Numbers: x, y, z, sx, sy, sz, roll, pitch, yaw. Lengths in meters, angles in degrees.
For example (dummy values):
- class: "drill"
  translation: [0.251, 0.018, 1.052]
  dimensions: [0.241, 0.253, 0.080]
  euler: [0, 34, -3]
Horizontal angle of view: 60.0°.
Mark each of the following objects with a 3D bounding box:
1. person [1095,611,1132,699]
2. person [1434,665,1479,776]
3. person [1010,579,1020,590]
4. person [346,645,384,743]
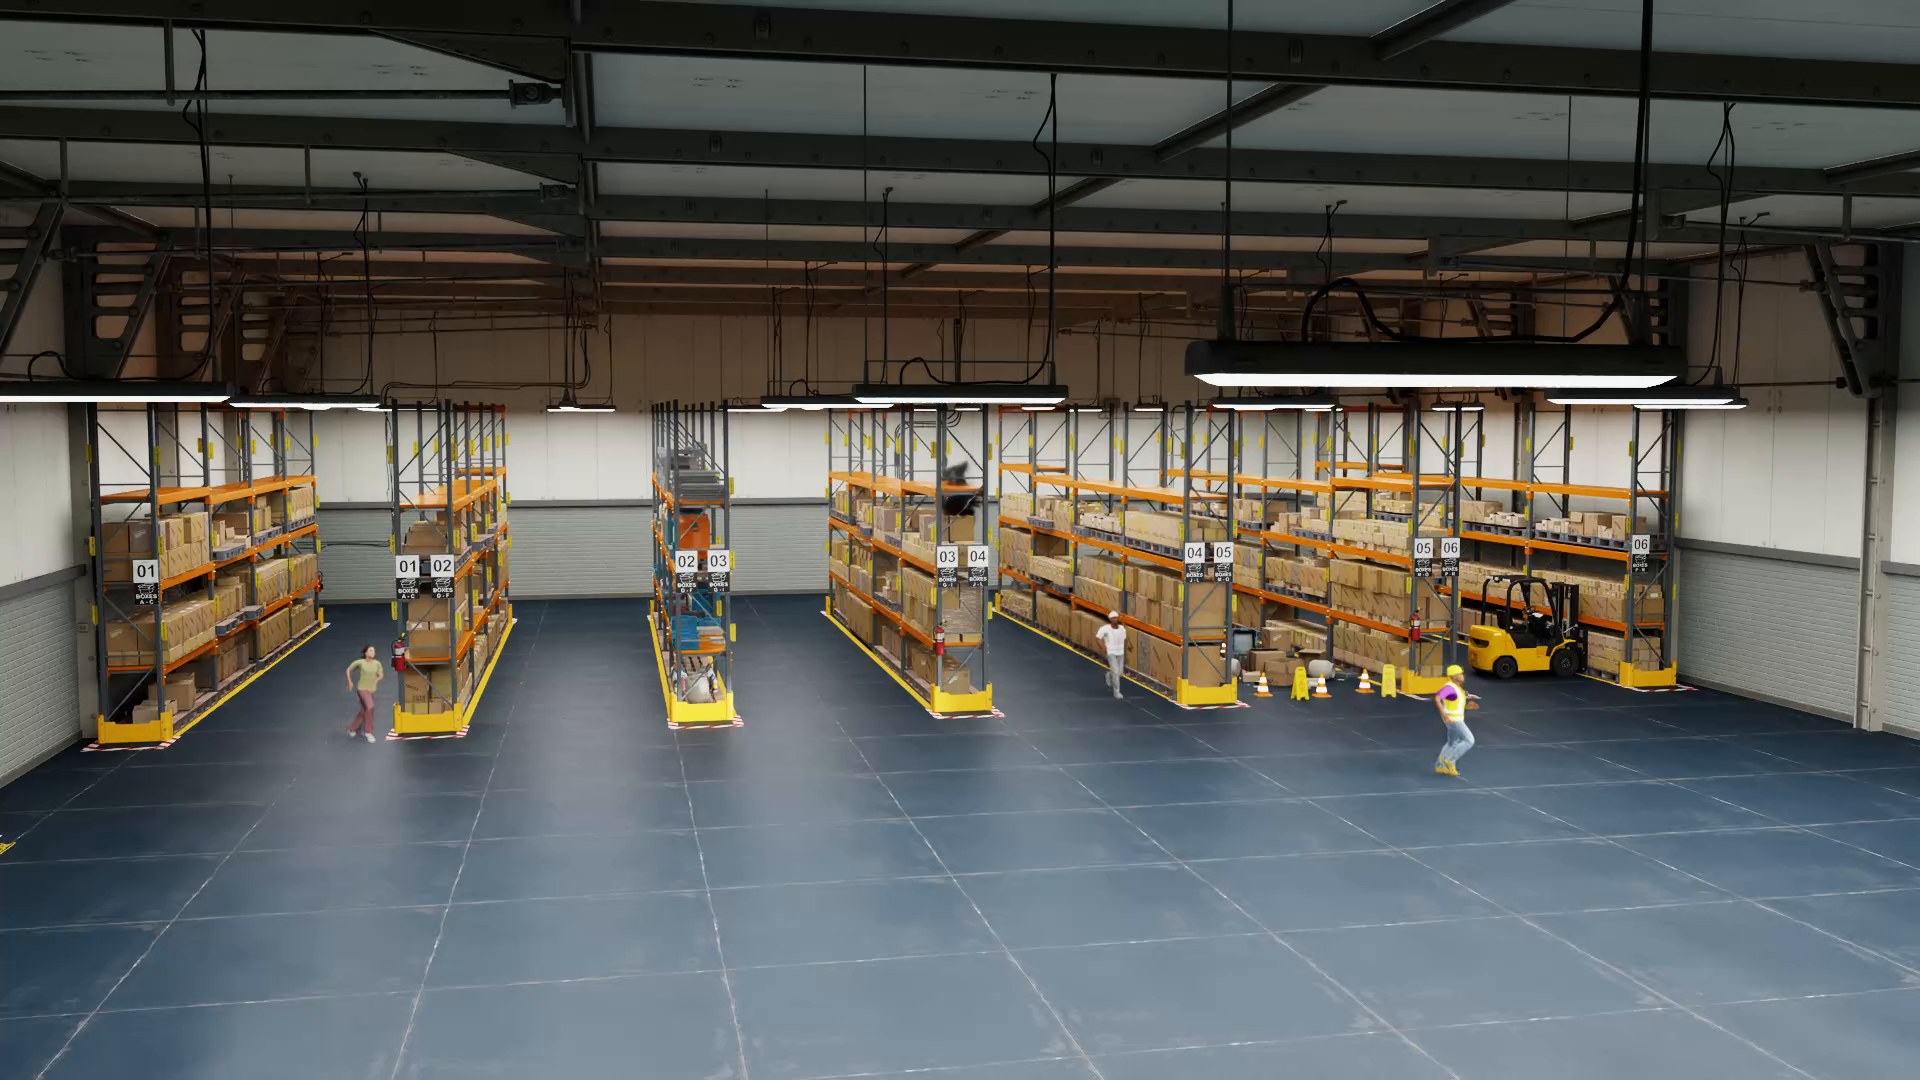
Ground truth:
- class: "person"
  translation: [3.110, 2.316, 33.853]
  dimensions: [0.701, 1.745, 0.780]
  euler: [-2, 5, -25]
- class: "person"
  translation: [7.866, 2.860, 26.344]
  dimensions: [0.666, 1.747, 0.695]
  euler: [1, 5, 19]
- class: "person"
  translation: [1.726, 1.139, 50.152]
  dimensions: [0.556, 1.598, 0.679]
  euler: [2, 5, 25]
- class: "person"
  translation: [-10.412, 2.678, 29.297]
  dimensions: [0.814, 1.664, 0.577]
  euler: [3, 5, 37]
